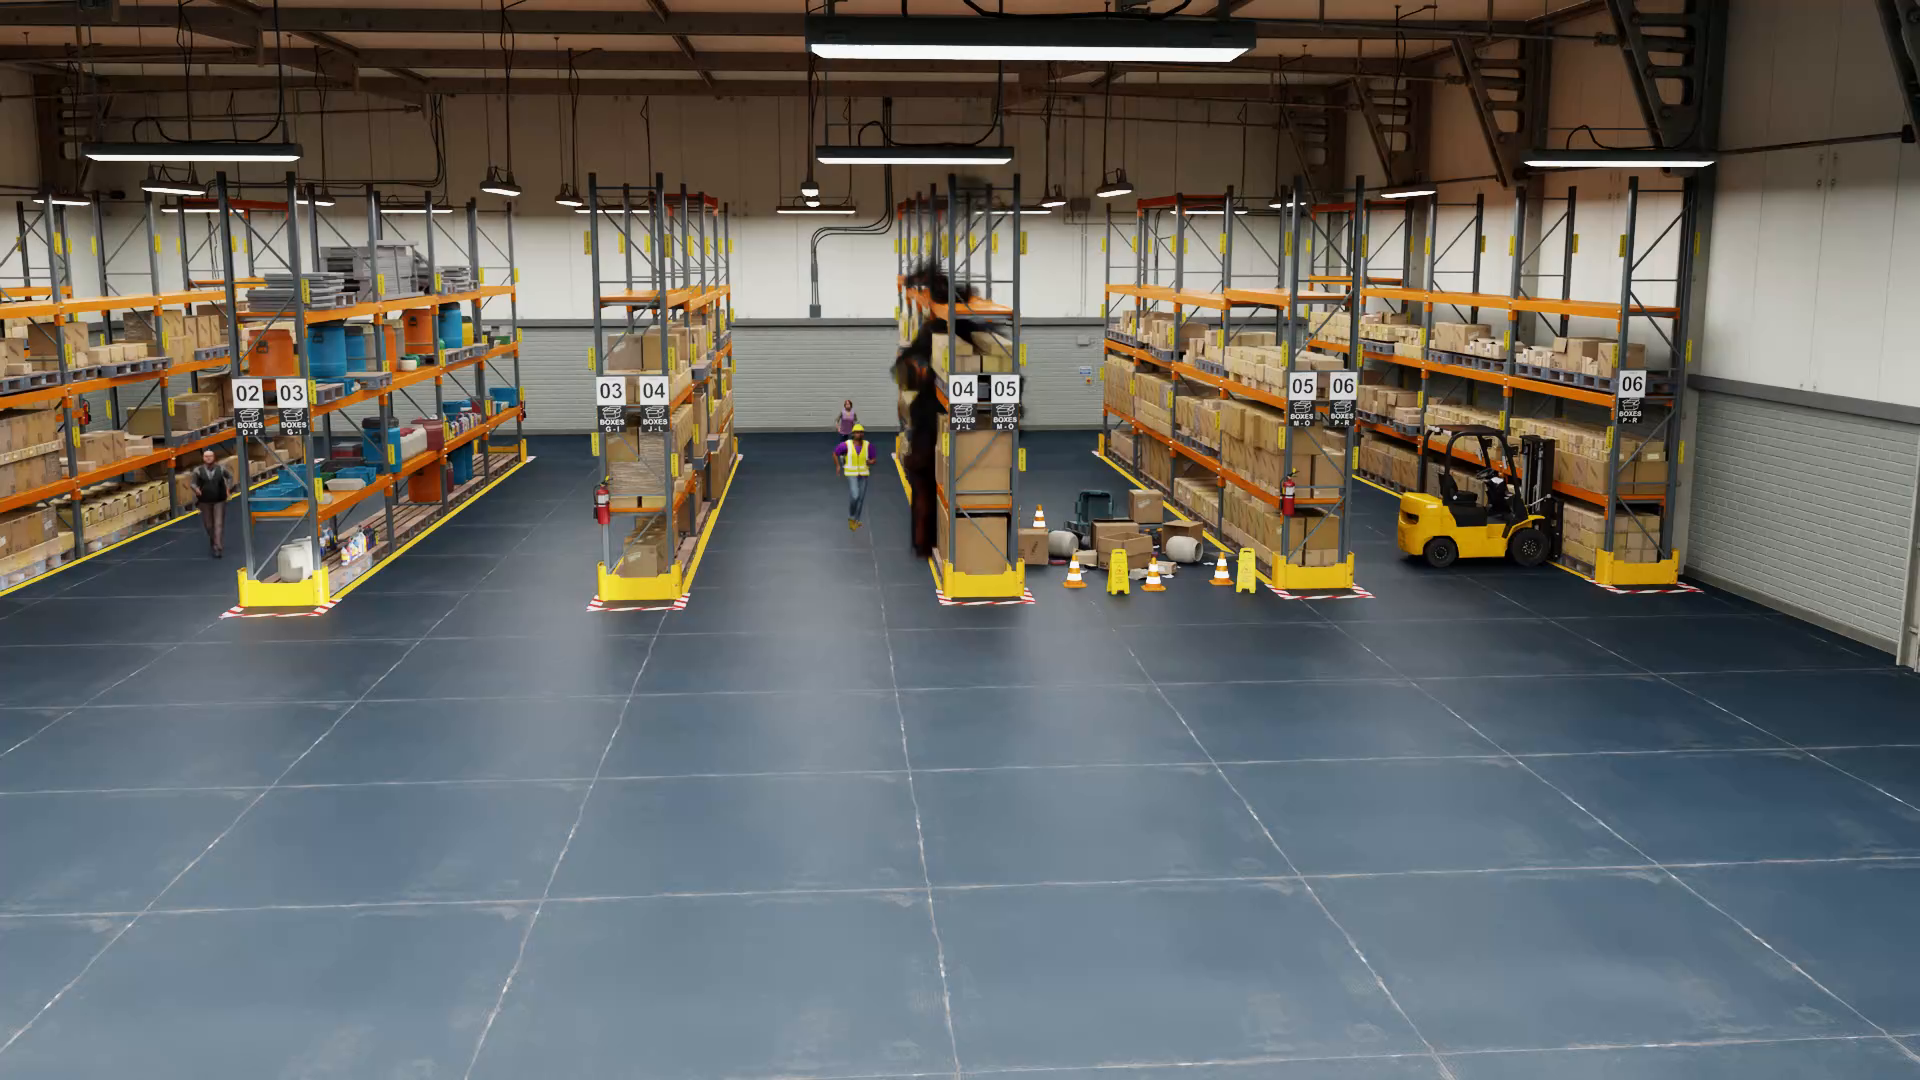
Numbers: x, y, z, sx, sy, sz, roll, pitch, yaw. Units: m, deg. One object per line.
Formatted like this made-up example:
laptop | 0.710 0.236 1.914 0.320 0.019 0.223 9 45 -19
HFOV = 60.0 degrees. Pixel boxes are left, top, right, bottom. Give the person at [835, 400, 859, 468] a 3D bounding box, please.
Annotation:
person | -2.579 -2.372 37.938 0.554 1.480 0.662 -2 10 -10

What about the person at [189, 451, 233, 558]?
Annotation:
person | -12.221 -0.609 27.185 0.663 1.715 0.966 -4 11 -20

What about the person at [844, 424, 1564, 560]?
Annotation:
person | 4.442 -0.825 27.320 11.480 2.006 6.262 -4 11 -20
